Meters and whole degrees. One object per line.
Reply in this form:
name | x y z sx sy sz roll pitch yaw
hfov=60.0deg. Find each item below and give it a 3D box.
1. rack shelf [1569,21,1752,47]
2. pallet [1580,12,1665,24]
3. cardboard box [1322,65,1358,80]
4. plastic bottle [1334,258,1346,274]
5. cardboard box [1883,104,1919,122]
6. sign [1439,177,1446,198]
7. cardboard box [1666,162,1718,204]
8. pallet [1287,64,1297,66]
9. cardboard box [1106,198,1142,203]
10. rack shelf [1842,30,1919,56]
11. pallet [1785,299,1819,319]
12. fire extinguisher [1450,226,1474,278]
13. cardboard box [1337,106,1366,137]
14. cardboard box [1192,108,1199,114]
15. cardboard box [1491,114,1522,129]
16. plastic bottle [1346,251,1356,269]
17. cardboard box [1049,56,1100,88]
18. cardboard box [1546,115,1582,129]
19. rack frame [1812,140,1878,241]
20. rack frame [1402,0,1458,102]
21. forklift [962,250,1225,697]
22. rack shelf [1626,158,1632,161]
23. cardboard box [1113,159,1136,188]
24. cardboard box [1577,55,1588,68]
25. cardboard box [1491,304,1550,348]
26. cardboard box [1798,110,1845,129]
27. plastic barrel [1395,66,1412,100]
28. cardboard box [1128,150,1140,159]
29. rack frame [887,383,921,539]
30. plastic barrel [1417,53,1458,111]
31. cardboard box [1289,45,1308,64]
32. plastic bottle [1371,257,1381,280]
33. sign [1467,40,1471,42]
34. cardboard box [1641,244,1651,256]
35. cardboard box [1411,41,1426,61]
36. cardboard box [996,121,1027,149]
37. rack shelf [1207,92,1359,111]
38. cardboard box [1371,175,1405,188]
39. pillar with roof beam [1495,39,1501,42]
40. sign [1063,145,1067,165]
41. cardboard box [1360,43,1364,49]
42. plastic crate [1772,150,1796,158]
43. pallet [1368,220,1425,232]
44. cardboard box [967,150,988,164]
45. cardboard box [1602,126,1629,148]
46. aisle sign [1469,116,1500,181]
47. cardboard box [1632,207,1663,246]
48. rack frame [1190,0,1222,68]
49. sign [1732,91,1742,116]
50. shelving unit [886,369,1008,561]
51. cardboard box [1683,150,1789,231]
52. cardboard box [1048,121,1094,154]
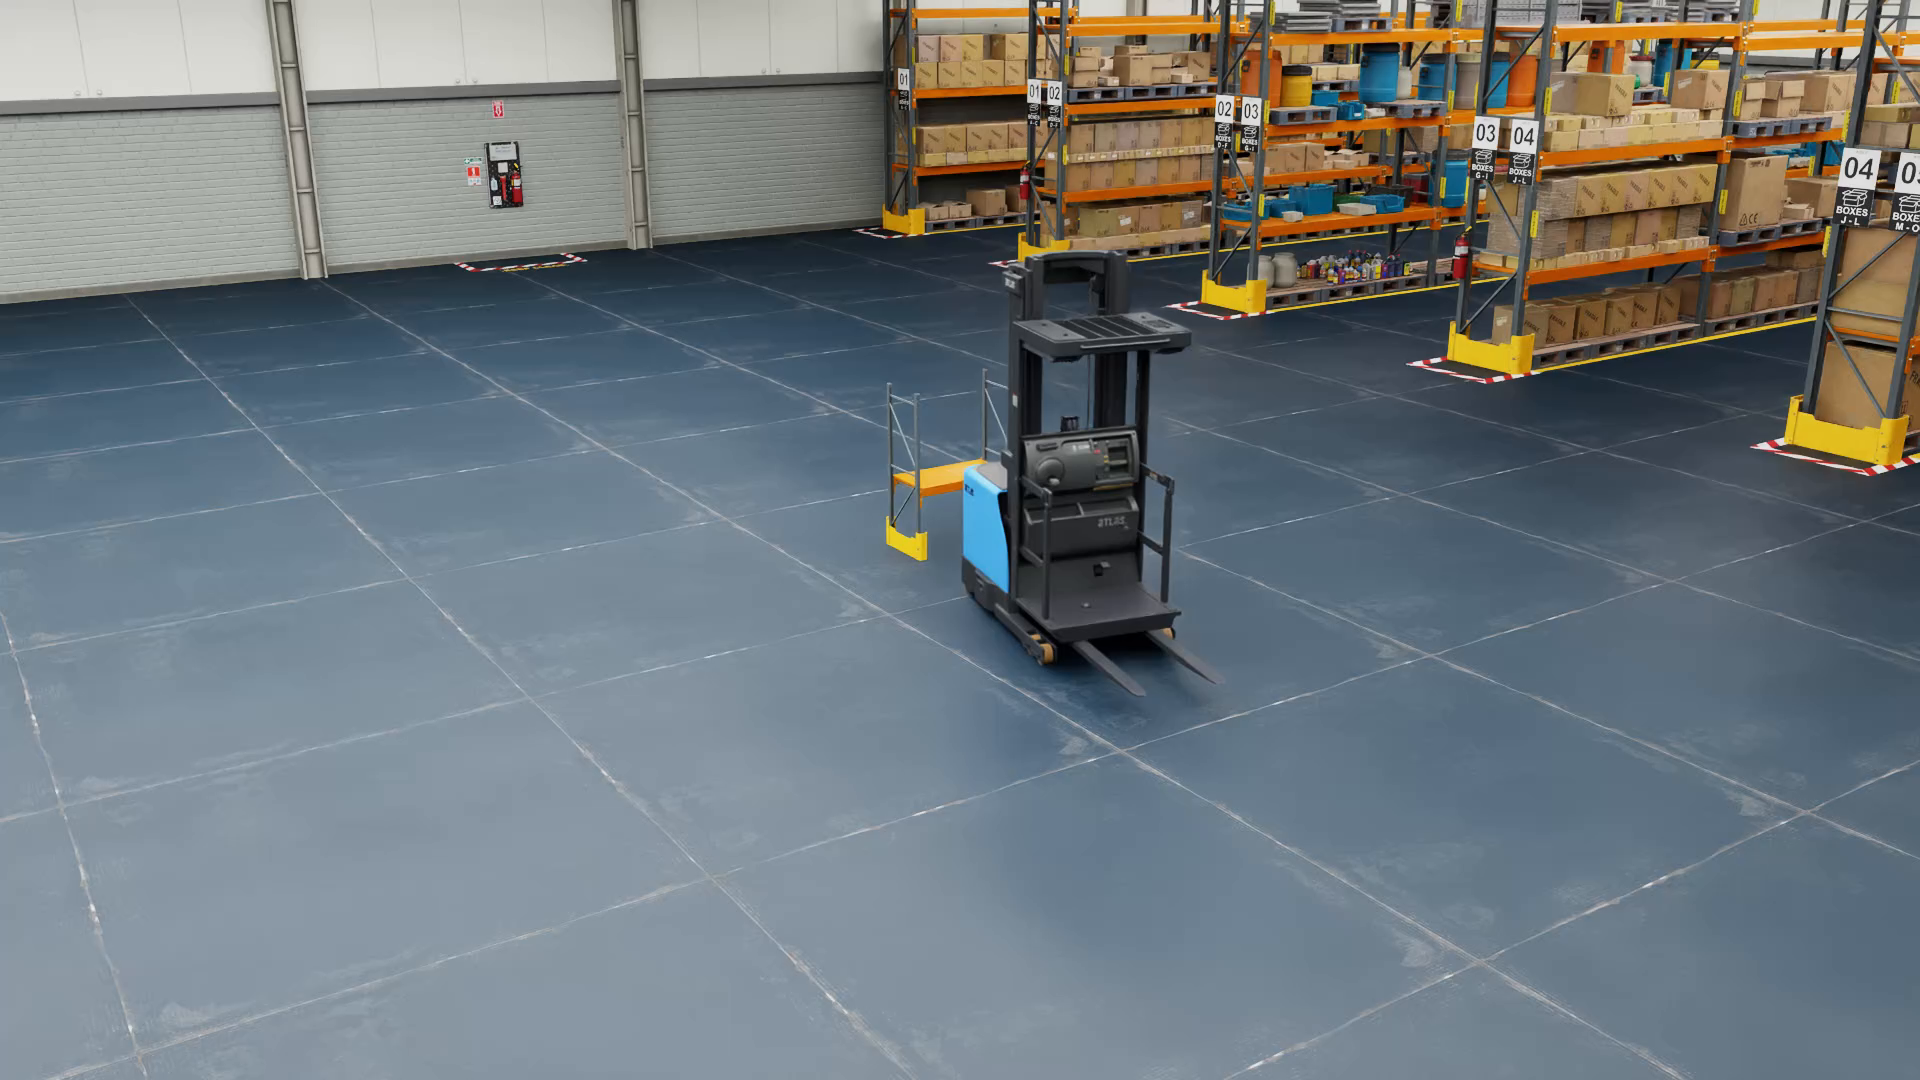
rack shelf | 12.592 -9.131 29.951 4.000 0.370 1.077 -12 22 -31
pallet | 11.541 -9.149 29.176 1.003 0.211 1.213 -12 22 -31
cardboard box | 7.424 -9.149 32.520 0.500 0.250 0.500 -11 22 -30
plastic bottle | 6.268 -4.506 27.456 0.135 0.276 0.152 -12 22 -31
cardboard box | 9.911 -4.508 17.549 0.250 0.149 0.380 -12 22 -31
sign | 7.874 -5.745 27.121 0.005 0.325 0.100 -12 22 -31
cardboard box | 10.080 -4.947 23.012 0.500 0.500 0.500 -12 22 -31
pallet | 6.914 -10.774 38.041 1.213 0.211 1.003 -11 21 -29
cardboard box | 3.048 -6.077 31.003 0.500 0.500 0.500 -12 22 -31
rack shelf | 15.316 -7.806 26.032 4.000 0.370 1.077 -12 22 -31
pallet | 12.992 -3.684 25.813 1.213 0.211 1.003 -12 22 -31
fire extinguisher | 6.615 -3.800 21.921 0.183 0.674 0.296 -12 22 -31
cardboard box | 9.275 -10.055 39.835 0.700 0.700 0.980 -12 22 -31
cardboard box | 5.201 -9.611 37.135 0.250 0.149 0.380 -16 24 -38
cardboard box | 7.024 -5.404 21.475 0.250 0.149 0.380 -12 22 -31
plastic bottle | 6.521 -4.652 27.770 0.185 0.351 0.144 -13 23 -34
cardboard box | 2.001 -8.219 29.153 0.637 0.503 0.797 -10 21 -28
cardboard box | 7.734 -5.356 21.332 0.250 0.149 0.380 -12 22 -32
rack frame | 13.645 -5.142 25.772 0.127 3.000 1.000 -12 22 -31
rack frame | 7.581 -8.605 26.646 0.127 3.000 1.000 -12 22 -31
forklift | 1.006 -0.598 12.438 1.130 2.935 3.031 -7 20 -19
rack shelf | 13.211 -8.509 36.853 4.000 0.370 1.077 -12 22 -31
cardboard box | 2.769 -6.689 30.192 0.500 0.500 0.700 -12 22 -31
cardboard box | 13.342 -10.365 35.990 0.500 0.250 0.500 -12 22 -31
cardboard box | 7.495 -2.853 22.249 0.500 0.500 0.500 -8 20 -21
cardboard box | 12.555 -6.164 24.345 0.500 0.250 0.500 -11 22 -30
plastic barrel | 7.113 -7.412 26.972 0.421 0.512 0.421 0 19 0
cardboard box | 3.039 -6.977 30.030 0.250 0.149 0.380 -12 22 -32
rack frame | -0.496 -0.606 14.695 0.032 1.500 0.500 -12 22 -31
plastic barrel | 7.886 -7.569 27.483 0.708 0.901 0.600 -12 22 -31
cardboard box | 7.589 -11.257 38.333 0.500 0.500 0.700 -12 22 -32
plastic bottle | 6.771 -4.435 27.129 0.185 0.351 0.144 -12 22 -32
sign | 12.441 -12.182 40.651 0.005 0.325 0.100 -12 22 -31
cardboard box | 9.215 -3.995 22.771 0.250 0.149 0.380 -12 22 -31
cardboard box | 8.994 -9.900 33.443 0.500 0.500 0.500 -12 22 -31
cardboard box | 1.067 -8.365 34.336 0.500 0.500 0.500 -13 22 -33
rack shelf | 6.530 -8.521 32.204 4.000 0.370 1.077 -12 22 -31
cardboard box | 8.897 -7.411 34.527 0.500 0.250 0.500 -11 22 -29
pillar with roof beam | 16.301 -12.924 39.421 0.400 9.000 9.100 -12 22 -31
sign | 1.819 -6.682 28.850 0.005 0.325 0.100 -12 22 -31
cardboard box | 9.563 -11.824 39.103 0.500 0.500 0.500 -12 22 -32
plastic crate | 16.666 -7.754 33.665 0.300 0.233 0.416 -12 22 -31
pallet | 8.844 -6.593 34.417 1.213 0.211 1.003 -12 22 -31
cardboard box | 0.228 -7.831 33.927 0.500 0.250 0.500 -12 22 -32
cardboard box | 8.352 -5.278 21.722 0.500 0.250 0.500 -12 22 -32
aisle sign | 6.747 -5.034 21.393 0.004 0.787 0.394 -12 22 -31
cardboard box | 9.096 -4.370 22.866 0.500 0.500 0.875 -12 22 -31
rack frame | 5.473 -11.959 36.568 0.127 3.000 1.000 -12 22 -31
sign | 10.609 -5.960 22.699 0.005 0.325 0.100 -12 22 -31
shelving unit | -0.064 -0.697 14.965 1.083 1.500 0.587 -12 22 -31
cardboard box | 11.045 -5.023 23.828 1.000 1.000 1.000 -12 22 -31
cardboard box | 1.960 -7.134 29.480 0.500 0.500 0.700 -12 22 -31
